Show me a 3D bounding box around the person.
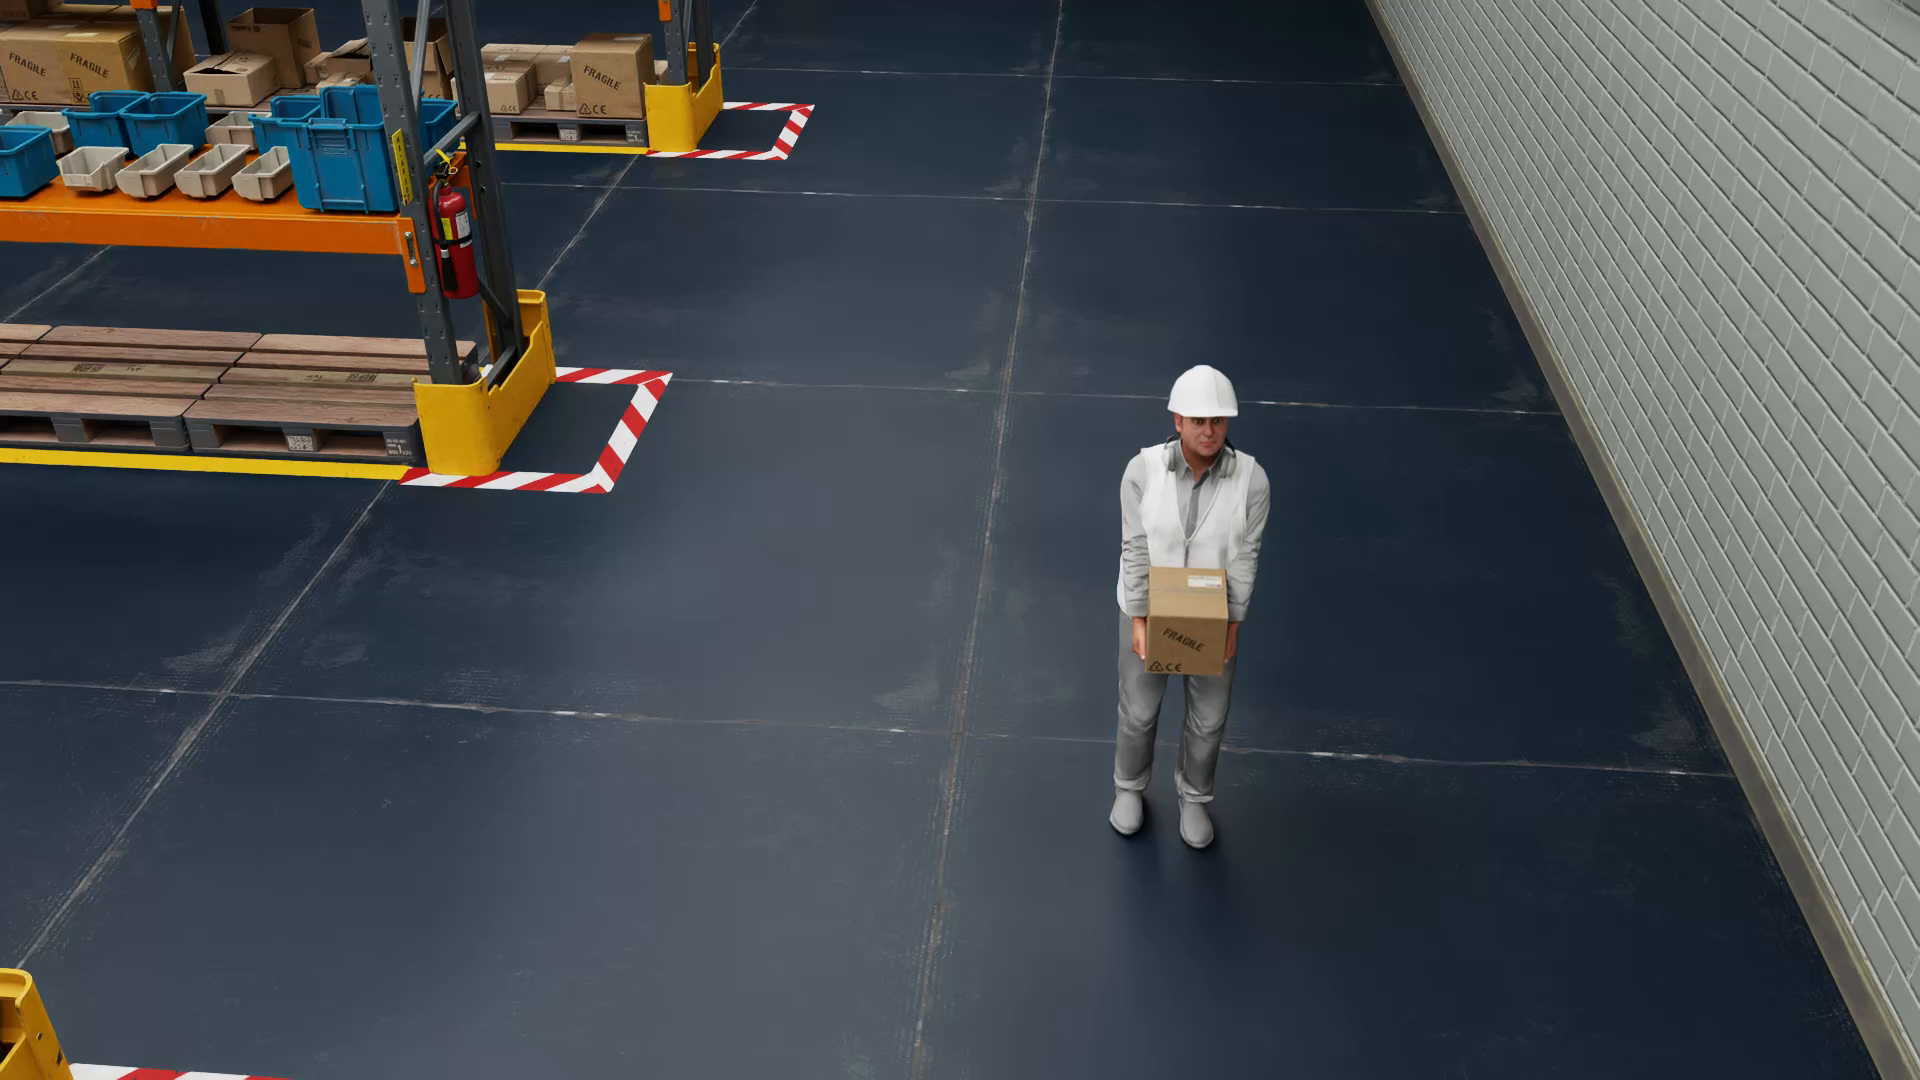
[{"bbox_3d":[0.770,0.285,5.659,0.494,1.762,0.556,3,32,4],"label":"person"}]
